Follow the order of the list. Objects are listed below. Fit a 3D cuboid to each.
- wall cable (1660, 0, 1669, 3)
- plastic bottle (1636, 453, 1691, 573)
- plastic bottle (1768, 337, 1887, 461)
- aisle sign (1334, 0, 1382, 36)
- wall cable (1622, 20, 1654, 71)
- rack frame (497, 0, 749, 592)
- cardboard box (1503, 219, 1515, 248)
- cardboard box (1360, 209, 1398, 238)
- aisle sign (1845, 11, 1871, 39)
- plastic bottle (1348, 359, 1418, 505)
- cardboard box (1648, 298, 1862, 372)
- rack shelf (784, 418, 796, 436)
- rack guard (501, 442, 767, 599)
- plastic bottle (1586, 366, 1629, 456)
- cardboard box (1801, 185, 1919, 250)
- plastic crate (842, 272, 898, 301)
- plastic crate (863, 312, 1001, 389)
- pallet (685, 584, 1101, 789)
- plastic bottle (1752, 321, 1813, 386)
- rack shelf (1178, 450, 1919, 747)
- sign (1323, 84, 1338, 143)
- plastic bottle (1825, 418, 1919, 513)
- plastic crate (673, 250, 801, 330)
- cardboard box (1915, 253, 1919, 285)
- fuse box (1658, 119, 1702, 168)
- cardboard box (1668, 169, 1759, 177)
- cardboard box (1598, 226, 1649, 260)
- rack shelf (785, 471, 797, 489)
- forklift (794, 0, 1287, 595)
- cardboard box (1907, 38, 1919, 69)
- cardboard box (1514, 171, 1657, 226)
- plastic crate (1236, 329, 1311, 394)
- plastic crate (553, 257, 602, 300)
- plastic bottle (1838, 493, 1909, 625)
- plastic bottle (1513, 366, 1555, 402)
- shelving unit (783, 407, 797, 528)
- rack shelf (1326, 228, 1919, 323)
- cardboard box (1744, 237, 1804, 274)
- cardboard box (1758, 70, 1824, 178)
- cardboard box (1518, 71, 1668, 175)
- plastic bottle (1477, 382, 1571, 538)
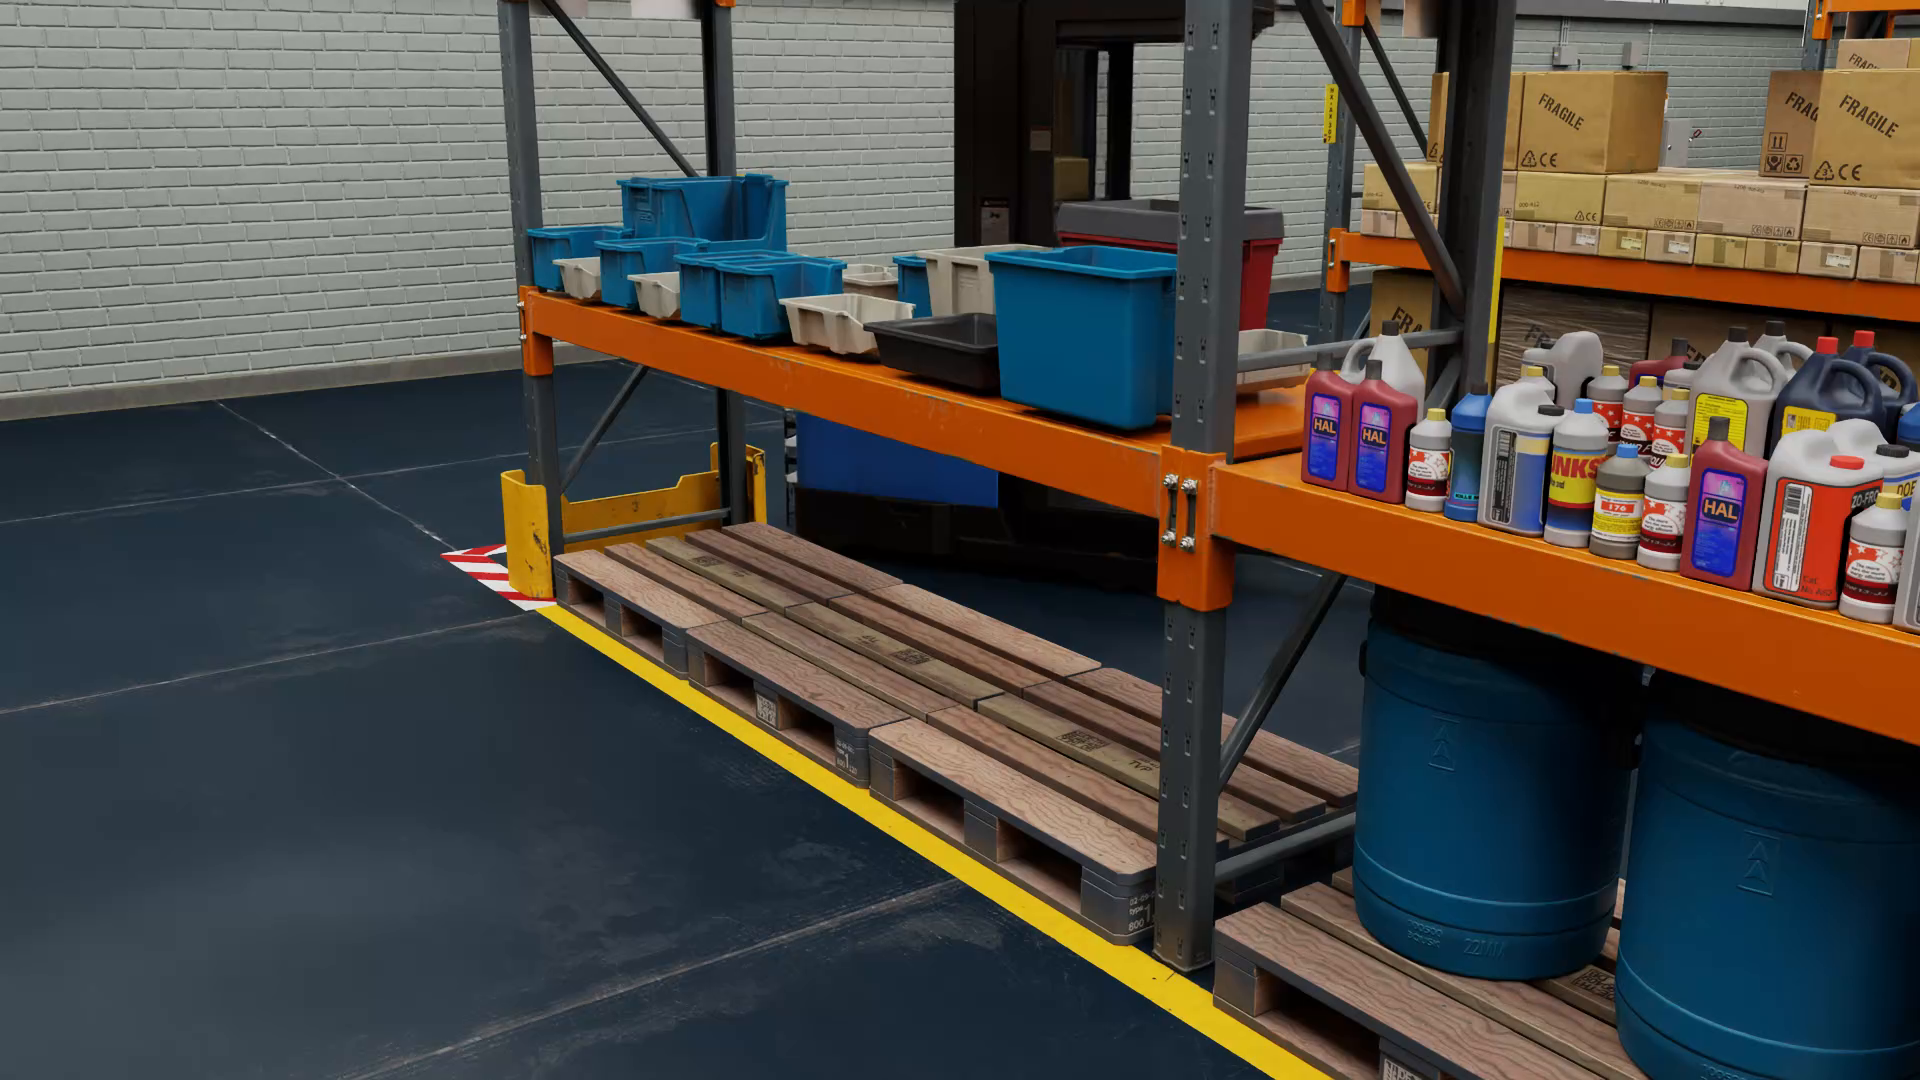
[{"bbox_3d":[9.911,-8.239,21.061,2.988,3.039,0.133,-11,19,-35],"label":"wall cable"},{"bbox_3d":[1.267,-0.052,2.961,0.097,0.201,0.097,0,15,0],"label":"plastic bottle"},{"bbox_3d":[1.724,-0.224,3.304,0.144,0.351,0.185,-11,19,-35],"label":"plastic bottle"},{"bbox_3d":[2.297,-3.300,9.528,0.394,0.787,0.004,-11,19,-35],"label":"aisle sign"},{"bbox_3d":[8.404,-5.529,20.670,0.588,1.984,0.122,-11,19,-35],"label":"wall cable"},{"bbox_3d":[-1.425,-1.309,7.176,1.000,3.000,0.127,-11,19,-35],"label":"rack frame"},{"bbox_3d":[2.980,-1.665,8.952,0.380,0.149,0.250,-11,19,-35],"label":"cardboard box"},{"bbox_3d":[2.523,-1.829,9.554,0.380,0.149,0.250,-11,19,-34],"label":"cardboard box"},{"bbox_3d":[6.853,-4.142,12.603,0.394,0.787,0.004,-11,19,-35],"label":"aisle sign"},{"bbox_3d":[0.876,-0.225,3.439,0.061,0.283,0.133,-11,19,-35],"label":"plastic bottle"},{"bbox_3d":[4.081,-0.747,8.352,0.875,0.875,0.875,-11,19,-35],"label":"cardboard box"},{"bbox_3d":[-0.722,-0.569,8.236,0.200,0.077,0.258,6,17,22],"label":"rack shelf"},{"bbox_3d":[-1.449,-0.106,7.517,1.175,0.500,0.348,-11,19,-35],"label":"rack guard"},{"bbox_3d":[1.511,-0.304,3.882,0.097,0.201,0.097,0,15,0],"label":"plastic bottle"},{"bbox_3d":[4.155,-1.458,7.443,0.500,0.250,0.500,-10,18,-33],"label":"cardboard box"},{"bbox_3d":[-0.268,-0.884,6.011,0.298,0.136,0.250,-11,19,-35],"label":"plastic crate"},{"bbox_3d":[0.052,-0.548,4.805,0.437,0.125,0.590,-11,19,-35],"label":"plastic crate"},{"bbox_3d":[-0.258,0.479,5.928,1.003,0.211,1.213,-11,19,-35],"label":"pallet"},{"bbox_3d":[1.732,-0.285,3.530,0.144,0.351,0.185,-11,19,-35],"label":"plastic bottle"},{"bbox_3d":[2.103,0.319,2.590,1.077,0.370,4.000,-11,19,-35],"label":"rack shelf"},{"bbox_3d":[2.129,-2.449,9.550,0.100,0.325,0.005,-11,19,-35],"label":"sign"},{"bbox_3d":[1.558,-0.063,2.858,0.152,0.276,0.135,-11,19,-35],"label":"plastic bottle"},{"bbox_3d":[-0.772,-0.872,5.784,0.416,0.233,0.300,-11,19,-35],"label":"plastic crate"},{"bbox_3d":[4.337,-1.172,7.151,0.380,0.149,0.250,-10,18,-33],"label":"cardboard box"},{"bbox_3d":[9.048,-4.490,21.239,0.539,1.711,0.414,-11,19,-35],"label":"fuse box"},{"bbox_3d":[3.988,-1.759,8.541,0.500,0.250,0.500,-11,19,-34],"label":"cardboard box"},{"bbox_3d":[3.429,-1.501,8.355,0.380,0.149,0.250,-11,19,-36],"label":"cardboard box"},{"bbox_3d":[-0.722,-0.309,8.307,0.200,0.077,0.258,6,17,22],"label":"rack shelf"},{"bbox_3d":[0.782,-1.333,7.394,3.031,2.935,1.130,6,17,22],"label":"forklift"},{"bbox_3d":[7.004,-3.256,11.644,0.500,0.500,0.500,-10,18,-33],"label":"cardboard box"},{"bbox_3d":[3.249,-1.787,8.642,0.500,0.250,0.500,-12,19,-36],"label":"cardboard box"},{"bbox_3d":[0.769,-0.478,4.526,0.396,0.136,0.243,-11,19,-35],"label":"plastic crate"},{"bbox_3d":[-1.424,-1.025,6.526,0.250,0.136,0.298,-11,19,-35],"label":"plastic crate"},{"bbox_3d":[1.481,0.026,2.676,0.097,0.201,0.097,0,15,0],"label":"plastic bottle"},{"bbox_3d":[1.330,-0.302,3.872,0.097,0.201,0.097,0,15,0],"label":"plastic bottle"},{"bbox_3d":[-0.722,-0.514,8.251,0.210,0.900,0.258,6,17,22],"label":"shelving unit"},{"bbox_3d":[3.757,-1.304,8.520,1.077,0.370,4.000,-11,19,-35],"label":"rack shelf"},{"bbox_3d":[3.884,-1.336,7.752,0.380,0.149,0.250,-10,18,-34],"label":"cardboard box"},{"bbox_3d":[4.266,-2.015,8.056,0.500,0.500,0.500,-12,19,-36],"label":"cardboard box"},{"bbox_3d":[3.249,-2.150,8.548,0.500,0.500,0.500,-11,19,-36],"label":"cardboard box"},{"bbox_3d":[1.106,-0.159,3.209,0.152,0.276,0.135,-11,19,-35],"label":"plastic bottle"}]
